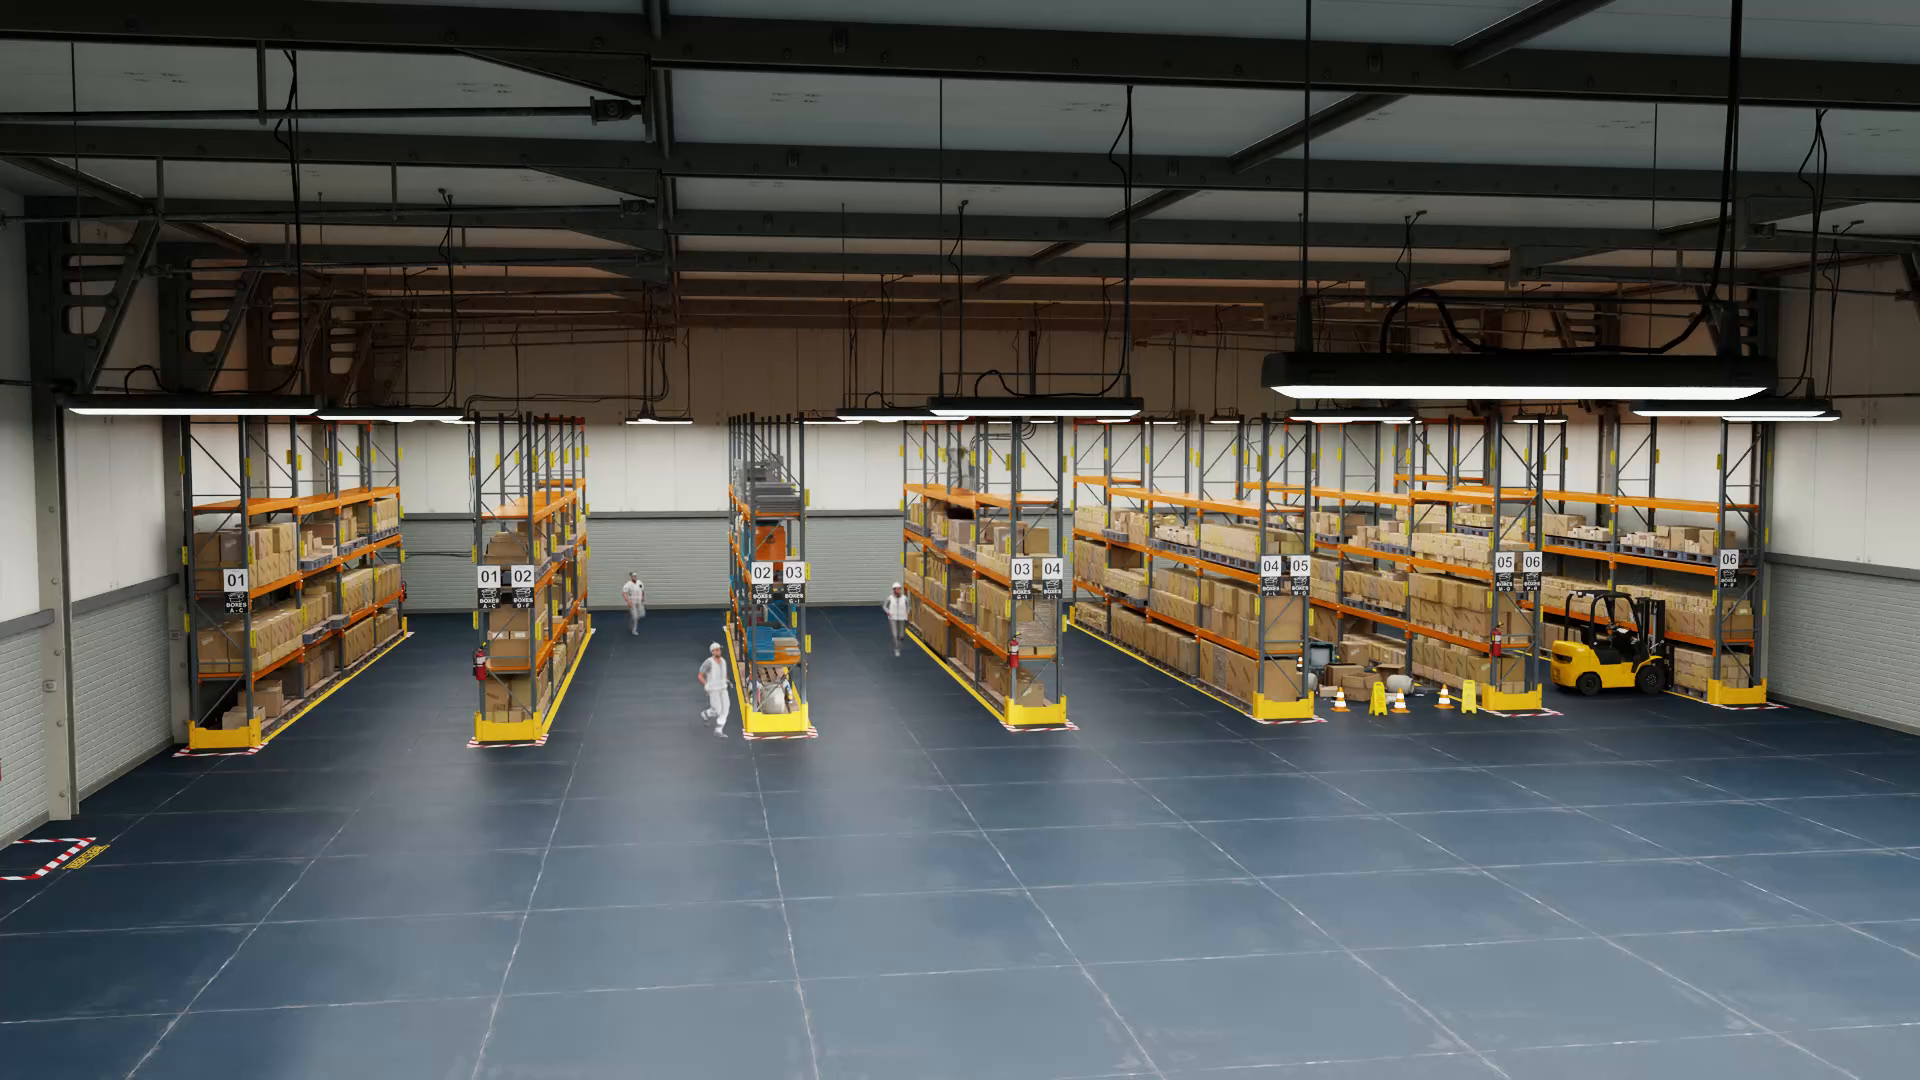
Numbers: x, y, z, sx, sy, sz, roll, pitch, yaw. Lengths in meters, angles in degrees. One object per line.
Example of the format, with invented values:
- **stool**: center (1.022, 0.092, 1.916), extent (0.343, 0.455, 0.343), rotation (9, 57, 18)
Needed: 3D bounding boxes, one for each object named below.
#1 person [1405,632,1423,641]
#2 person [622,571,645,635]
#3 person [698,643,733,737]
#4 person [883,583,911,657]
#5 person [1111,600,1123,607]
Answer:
- **person**: center (11.535, 1.968, 42.131), extent (0.681, 1.807, 0.985), rotation (-1, 4, -15)
- **person**: center (-8.984, 1.736, 46.031), extent (0.692, 1.746, 0.513), rotation (-3, 5, -41)
- **person**: center (-4.528, 2.767, 30.769), extent (0.632, 1.742, 0.658), rotation (4, 5, 44)
- **person**: center (-1.497, 1.883, 39.599), extent (0.660, 1.746, 0.599), rotation (-1, 4, -8)
- **person**: center (4.571, 1.556, 49.488), extent (0.649, 1.629, 0.669), rotation (2, 4, 26)
